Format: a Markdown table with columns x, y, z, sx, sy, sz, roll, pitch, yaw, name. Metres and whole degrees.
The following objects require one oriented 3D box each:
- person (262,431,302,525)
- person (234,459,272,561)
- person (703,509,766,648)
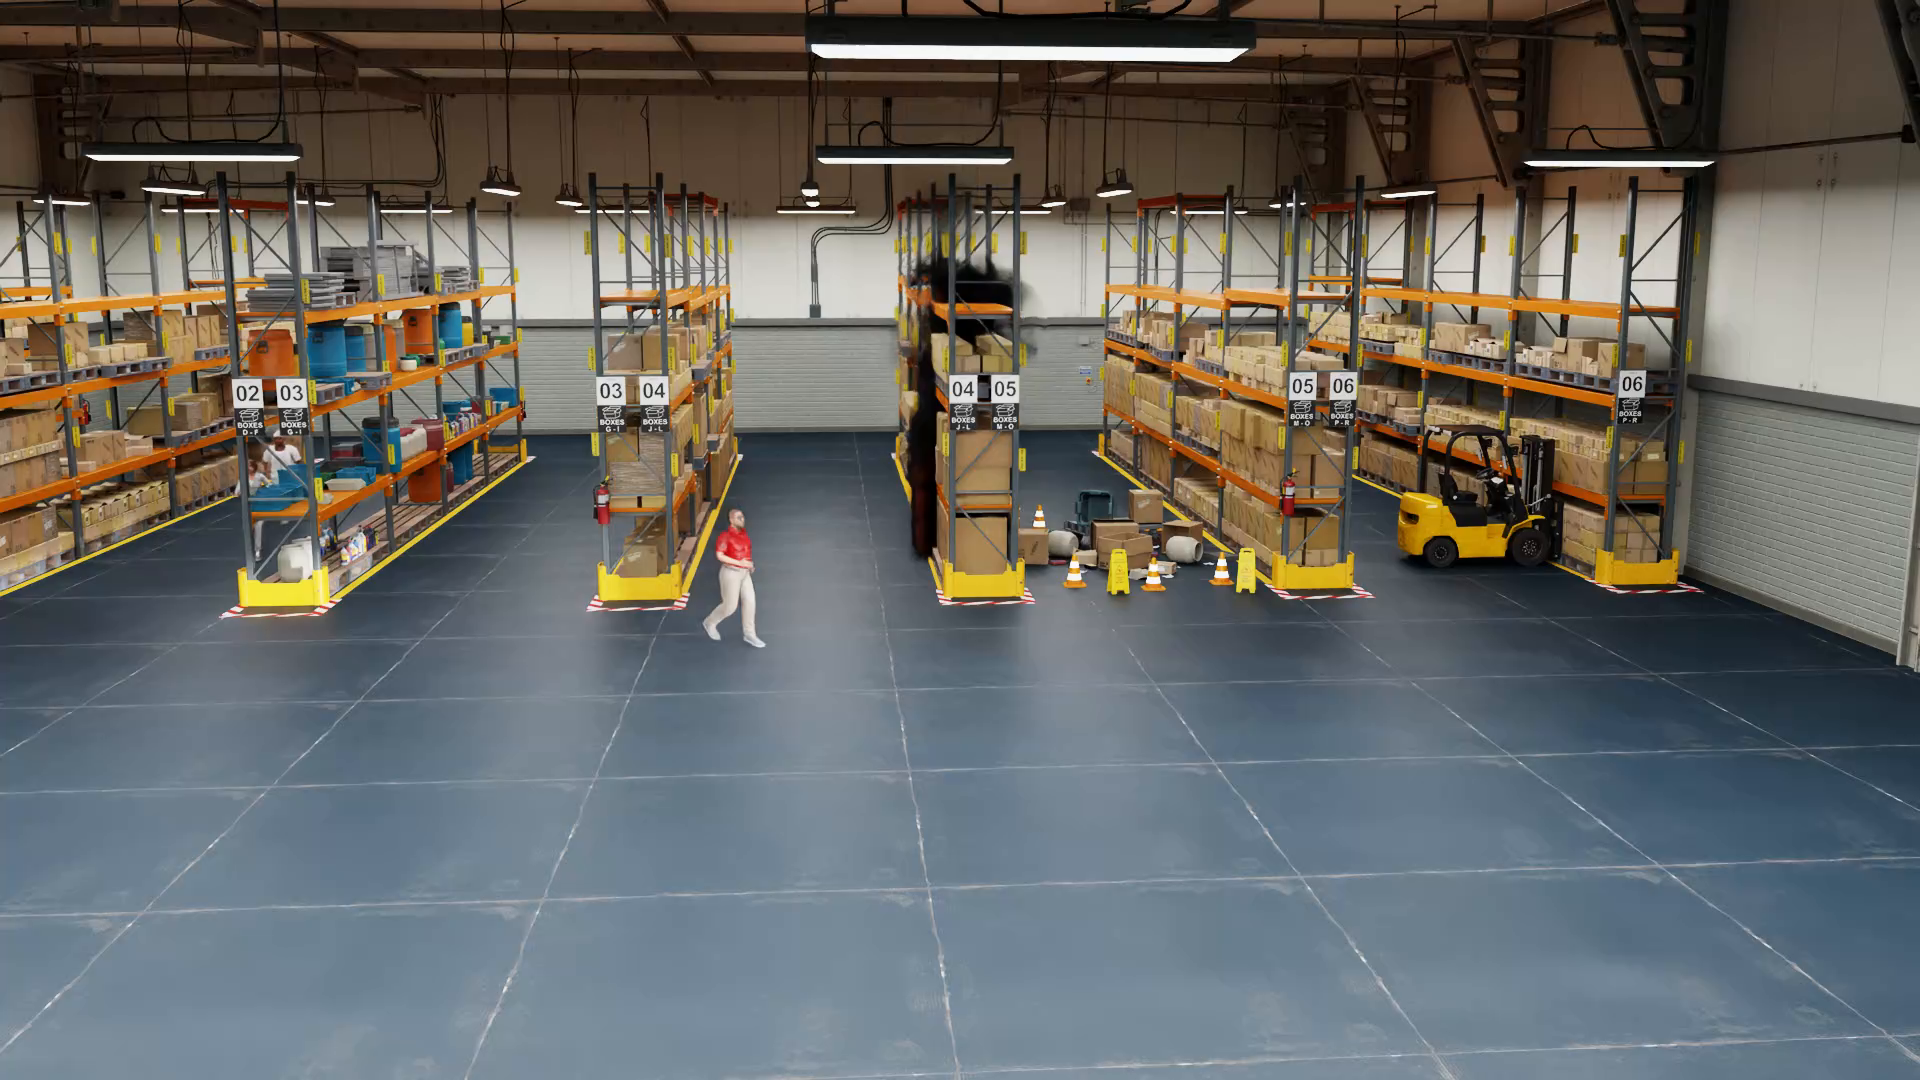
| x | y | z | sx | sy | sz | roll | pitch | yaw | name |
| --- | --- | --- | --- | --- | --- | --- | --- | --- | --- |
| -12.359 | -1.155 | 30.360 | 0.682 | 1.709 | 0.623 | -2 | 10 | -12 | person |
| -11.442 | -0.510 | 26.946 | 0.540 | 1.583 | 0.879 | -2 | 10 | -14 | person |
| -2.857 | 0.475 | 21.091 | 0.846 | 1.755 | 0.686 | 6 | 12 | 29 | person |
